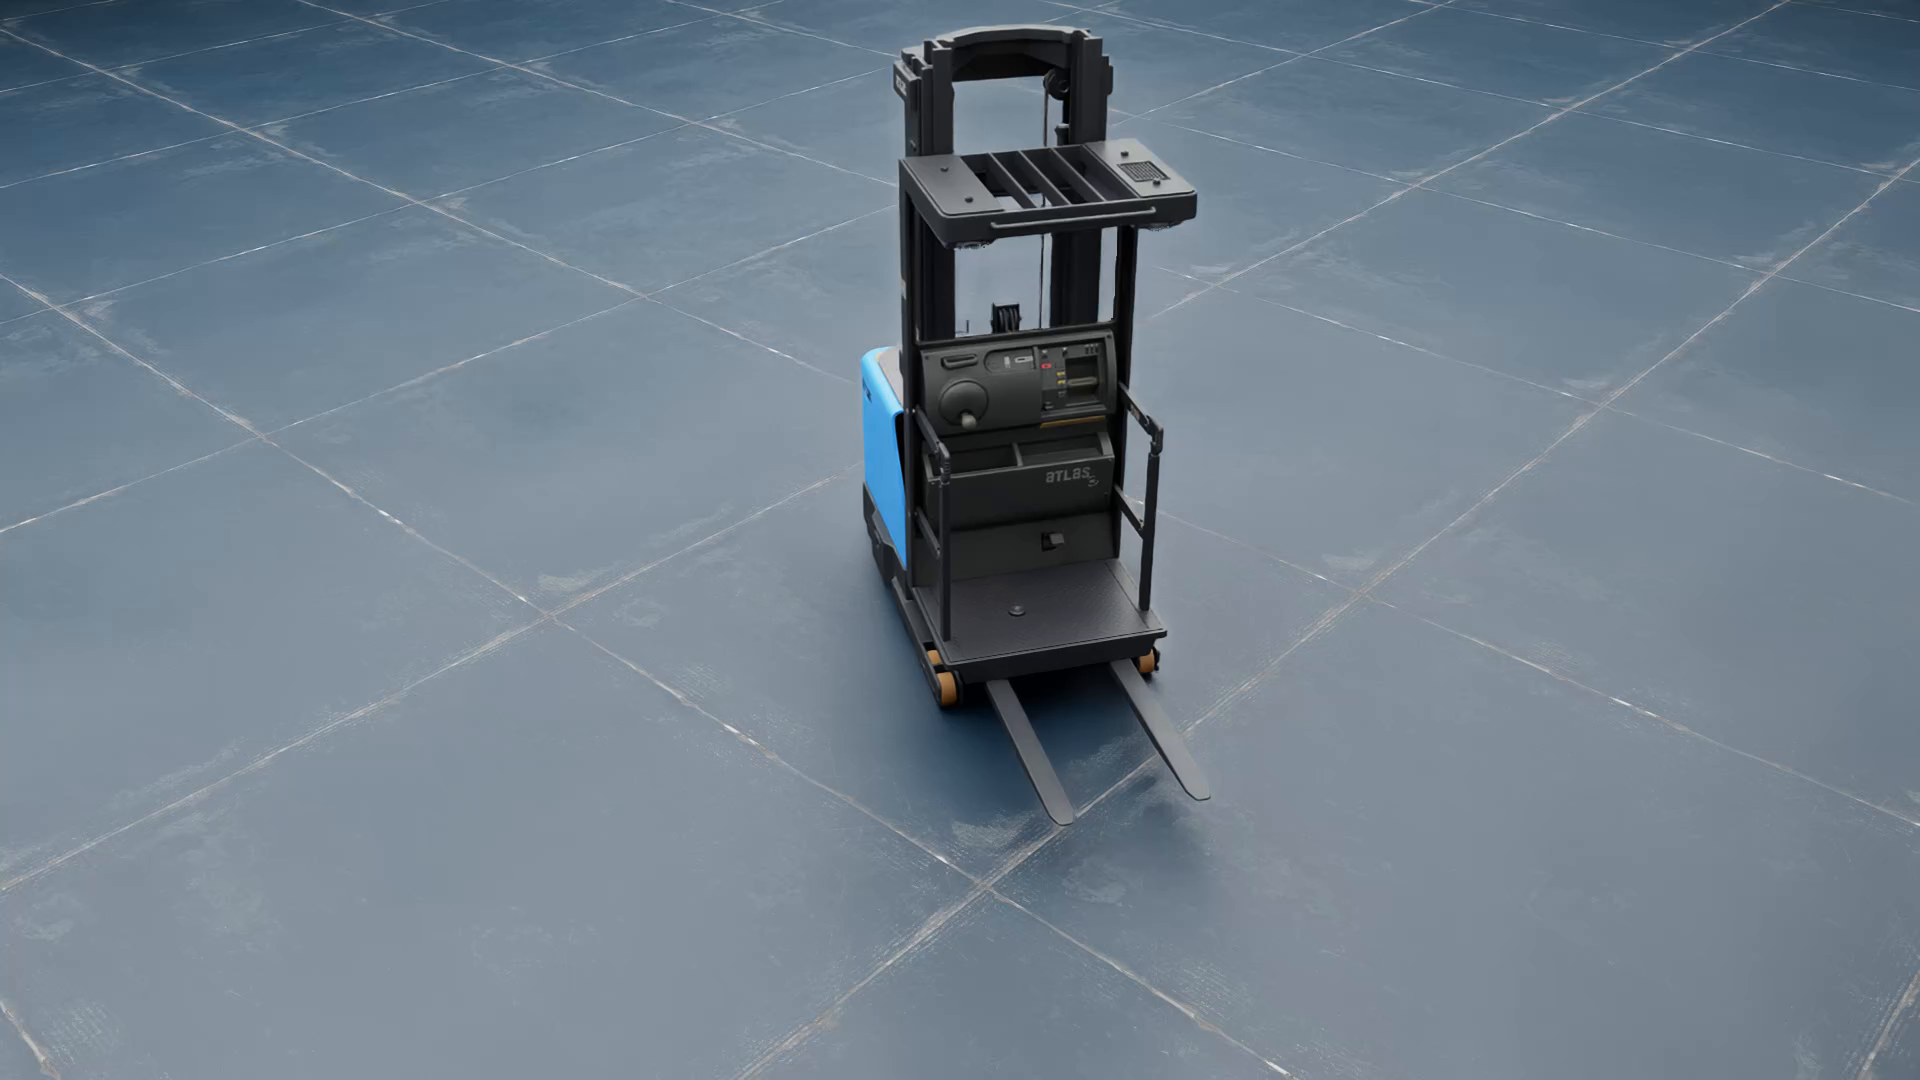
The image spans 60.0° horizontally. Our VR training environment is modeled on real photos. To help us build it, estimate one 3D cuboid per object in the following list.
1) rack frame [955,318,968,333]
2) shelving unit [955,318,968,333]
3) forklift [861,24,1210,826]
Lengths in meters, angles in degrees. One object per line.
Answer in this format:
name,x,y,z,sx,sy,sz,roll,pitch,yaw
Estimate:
rack frame,-0.050,-0.771,9.513,0.200,1.050,0.008,-8,32,-13
shelving unit,-0.018,-0.711,9.412,0.215,1.050,0.252,-8,32,-13
forklift,0.338,-0.686,7.547,1.130,2.935,3.031,-8,32,-13
